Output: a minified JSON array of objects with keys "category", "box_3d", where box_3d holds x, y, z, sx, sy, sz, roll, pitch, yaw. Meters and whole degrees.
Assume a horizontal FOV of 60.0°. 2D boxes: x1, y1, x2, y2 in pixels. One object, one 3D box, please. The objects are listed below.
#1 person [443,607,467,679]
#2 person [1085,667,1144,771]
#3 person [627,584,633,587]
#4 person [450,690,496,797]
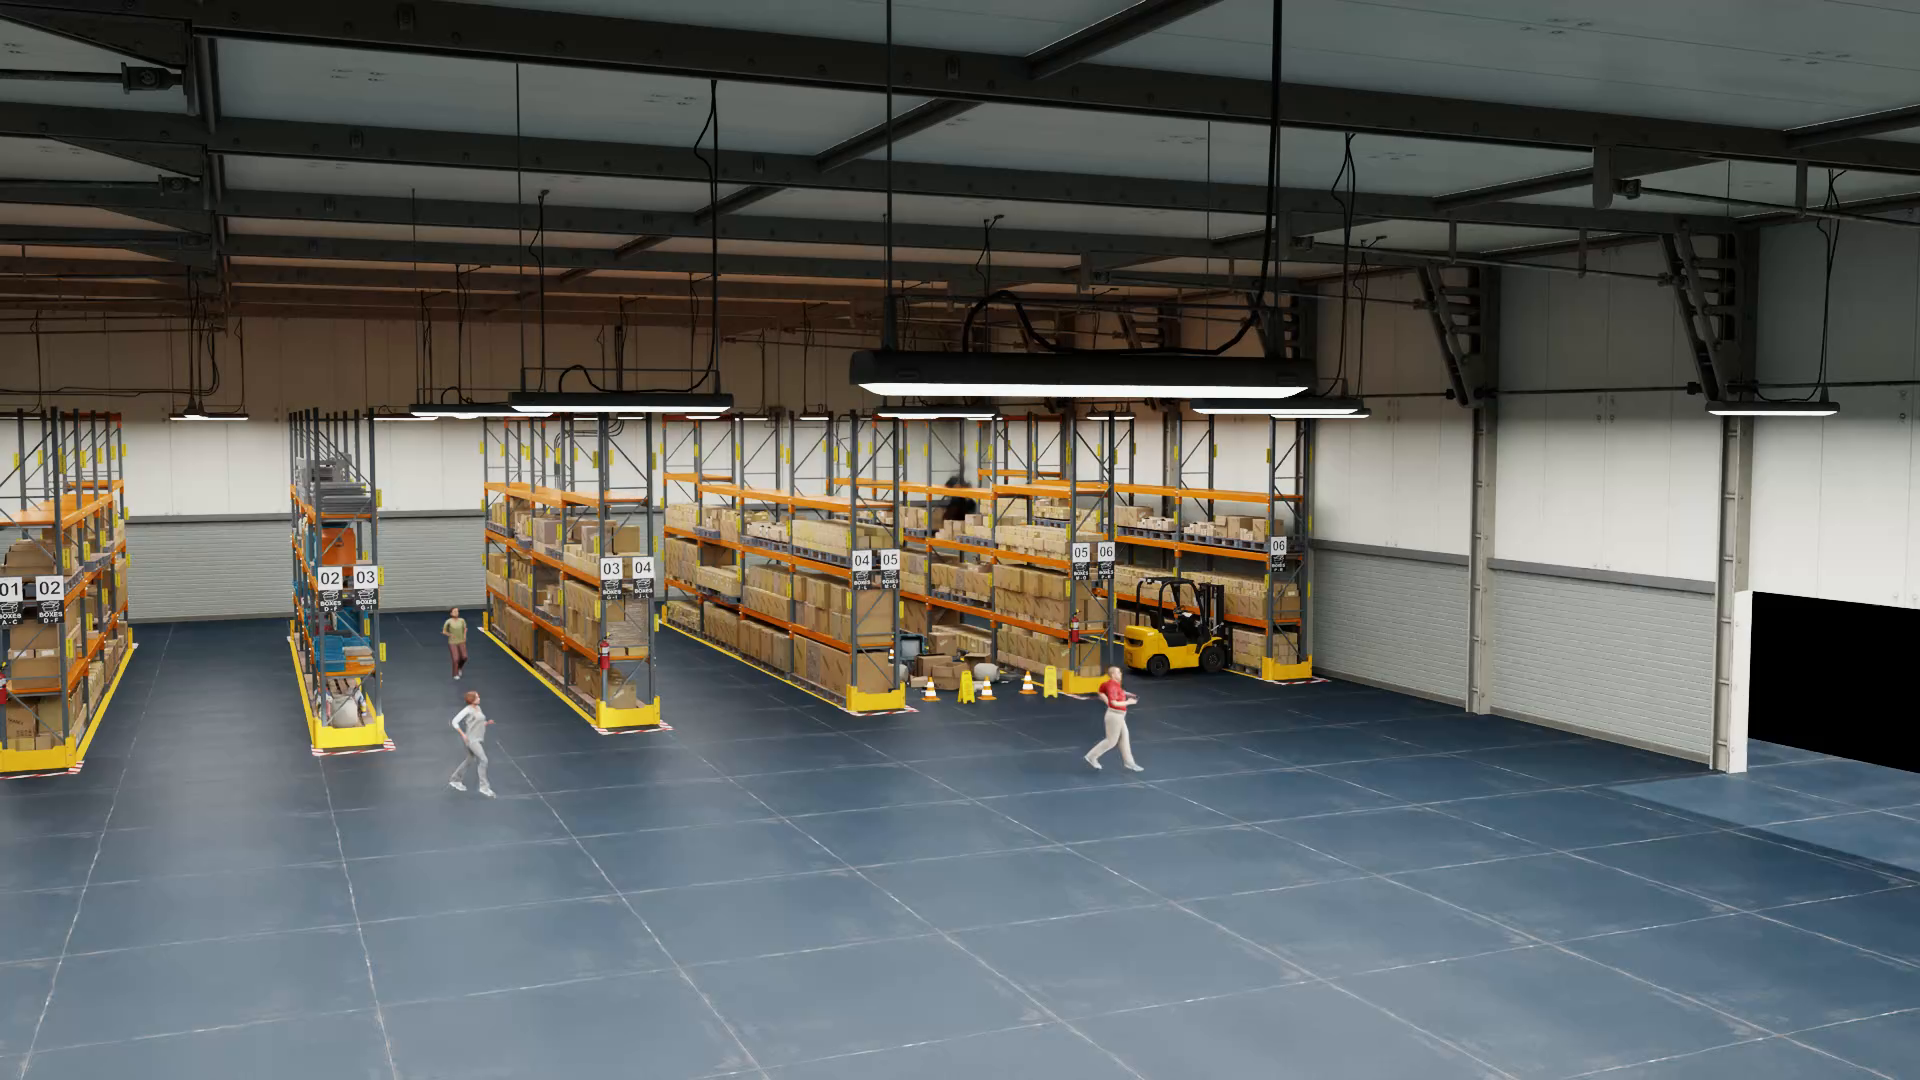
[{"category":"person","box_3d":[-11.227,2.304,37.106,0.573,1.625,0.542,-3,5,-34]},{"category":"person","box_3d":[2.528,2.936,27.213,0.966,1.740,0.659,0,4,5]},{"category":"person","box_3d":[-9.440,1.485,48.022,0.729,1.760,0.760,2,5,30]},{"category":"person","box_3d":[-7.491,3.121,25.529,0.759,1.632,0.516,0,4,3]}]
